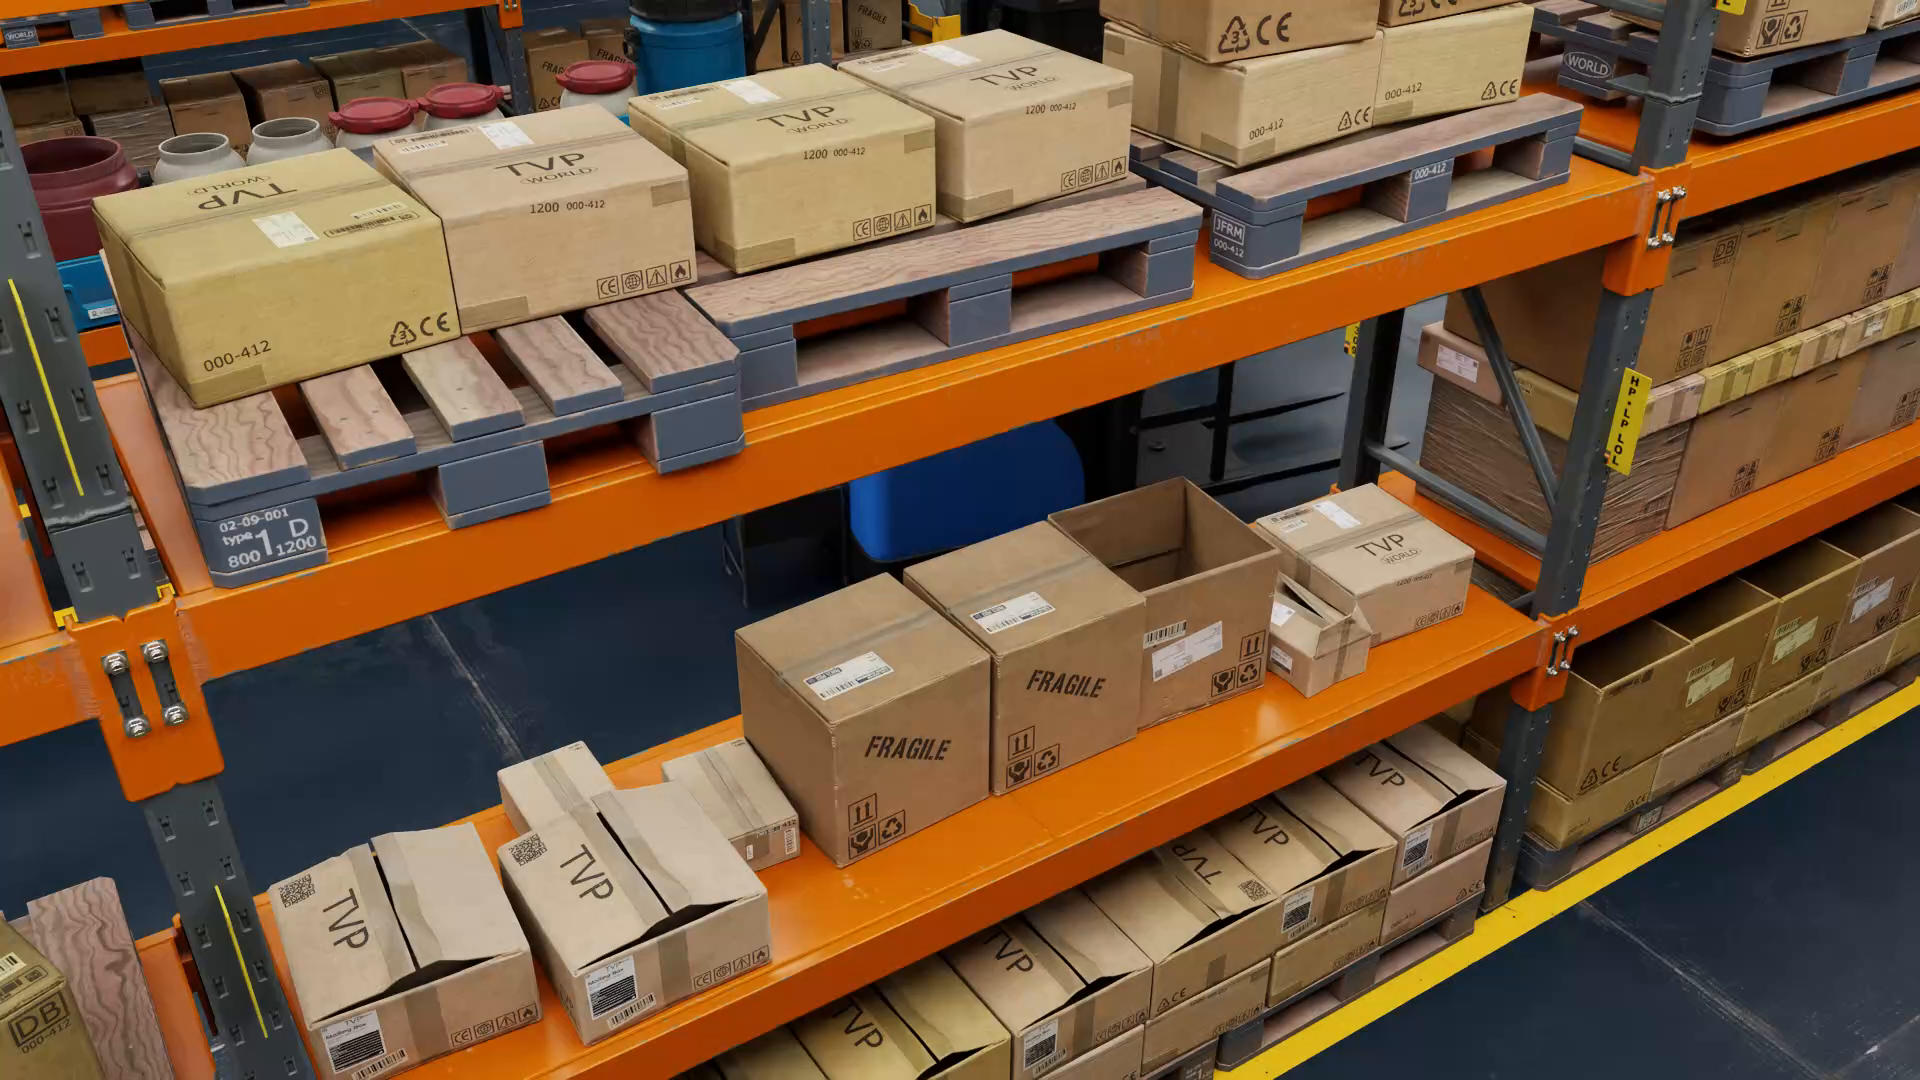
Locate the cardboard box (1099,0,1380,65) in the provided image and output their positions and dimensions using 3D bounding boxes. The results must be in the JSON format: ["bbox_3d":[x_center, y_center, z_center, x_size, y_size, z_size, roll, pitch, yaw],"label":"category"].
[{"bbox_3d":[0.691,-1.503,4.054,0.500,0.500,0.500,-15,35,-23],"label":"cardboard box"}]

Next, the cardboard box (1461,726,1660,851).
[{"bbox_3d":[2.250,0.848,6.277,0.500,0.250,0.500,-19,37,-27],"label":"cardboard box"}]

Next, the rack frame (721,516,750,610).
[{"bbox_3d":[-1.057,-0.661,7.330,0.015,2.100,0.400,-12,34,-19],"label":"rack frame"}]

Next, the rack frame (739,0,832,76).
[{"bbox_3d":[-0.984,-2.361,9.181,0.127,3.000,1.000,-19,37,-27],"label":"rack frame"}]

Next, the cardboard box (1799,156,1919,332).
[{"bbox_3d":[2.911,-1.152,5.955,0.500,0.500,0.700,-19,37,-27],"label":"cardboard box"}]

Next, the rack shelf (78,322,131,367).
[{"bbox_3d":[-2.665,-1.479,8.457,4.000,0.370,1.077,-19,37,-27],"label":"rack shelf"}]

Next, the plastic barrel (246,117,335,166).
[{"bbox_3d":[-3.243,-1.767,8.135,0.421,0.512,0.421,0,32,0],"label":"plastic barrel"}]

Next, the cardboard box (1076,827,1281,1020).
[{"bbox_3d":[0.657,1.151,5.271,0.500,0.311,0.500,-19,37,-27],"label":"cardboard box"}]

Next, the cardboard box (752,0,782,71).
[{"bbox_3d":[-1.860,-4.325,14.244,0.500,0.500,0.500,-15,35,-23],"label":"cardboard box"}]

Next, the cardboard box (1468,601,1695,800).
[{"bbox_3d":[2.256,0.536,6.070,0.500,0.500,0.500,-19,37,-27],"label":"cardboard box"}]

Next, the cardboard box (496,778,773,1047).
[{"bbox_3d":[-0.809,0.884,4.121,0.500,0.311,0.500,-19,37,-28],"label":"cardboard box"}]

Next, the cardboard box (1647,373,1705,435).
[{"bbox_3d":[2.238,-0.519,5.559,0.250,0.149,0.380,-18,37,-27],"label":"cardboard box"}]

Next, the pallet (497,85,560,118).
[{"bbox_3d":[-3.122,-3.613,13.779,1.213,0.211,1.003,-19,37,-27],"label":"pallet"}]

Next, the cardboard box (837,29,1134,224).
[{"bbox_3d":[0.056,-0.996,3.954,0.500,0.250,0.500,-22,39,-31],"label":"cardboard box"}]

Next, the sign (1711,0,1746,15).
[{"bbox_3d":[1.999,-1.519,4.255,0.005,0.325,0.100,-19,37,-27],"label":"sign"}]

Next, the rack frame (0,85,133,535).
[{"bbox_3d":[-1.666,-1.520,2.225,0.127,3.000,1.000,-19,37,-27],"label":"rack frame"}]

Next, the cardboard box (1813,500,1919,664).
[{"bbox_3d":[3.515,0.101,6.759,0.500,0.500,0.500,-19,37,-27],"label":"cardboard box"}]

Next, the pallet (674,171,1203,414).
[{"bbox_3d":[-0.205,-0.732,3.965,1.213,0.211,1.003,-17,36,-25],"label":"pallet"}]

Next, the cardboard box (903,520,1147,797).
[{"bbox_3d":[0.178,0.331,4.821,0.500,0.500,0.500,-19,37,-27],"label":"cardboard box"}]

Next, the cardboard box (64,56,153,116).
[{"bbox_3d":[-6.043,-3.237,11.798,0.500,0.250,0.500,-15,35,-22],"label":"cardboard box"}]

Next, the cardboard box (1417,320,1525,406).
[{"bbox_3d":[1.809,-0.630,5.736,0.250,0.149,0.380,-19,37,-27],"label":"cardboard box"}]

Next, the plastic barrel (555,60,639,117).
[{"bbox_3d":[-1.907,-2.240,8.863,0.433,0.535,0.433,0,32,0],"label":"plastic barrel"}]

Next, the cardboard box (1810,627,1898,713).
[{"bbox_3d":[3.514,0.417,6.961,0.500,0.250,0.500,-19,37,-27],"label":"cardboard box"}]

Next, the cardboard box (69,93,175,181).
[{"bbox_3d":[-6.018,-2.923,12.003,0.500,0.500,0.700,-22,39,-31],"label":"cardboard box"}]

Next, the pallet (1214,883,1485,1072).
[{"bbox_3d":[1.098,1.271,6.037,1.213,0.211,1.003,-19,37,-27],"label":"pallet"}]

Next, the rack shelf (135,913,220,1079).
[{"bbox_3d":[-3.347,1.900,3.101,4.000,0.370,1.077,-19,37,-27],"label":"rack shelf"}]

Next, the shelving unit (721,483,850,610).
[{"bbox_3d":[-0.831,-0.710,7.407,0.503,2.100,0.431,-12,34,-19],"label":"shelving unit"}]

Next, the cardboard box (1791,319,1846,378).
[{"bbox_3d":[2.885,-0.742,5.913,0.250,0.149,0.380,-20,38,-29],"label":"cardboard box"}]

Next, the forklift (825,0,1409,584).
[{"bbox_3d":[0.809,-1.421,7.756,3.031,2.935,1.130,-12,34,-19],"label":"forklift"}]

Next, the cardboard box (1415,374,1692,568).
[{"bbox_3d":[2.066,-0.312,5.840,0.500,0.500,0.700,-20,37,-28],"label":"cardboard box"}]

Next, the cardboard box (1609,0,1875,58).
[{"bbox_3d":[2.263,-1.714,4.726,0.500,0.500,0.500,-16,36,-23],"label":"cardboard box"}]

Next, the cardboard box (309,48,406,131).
[{"bbox_3d":[-4.607,-3.414,12.781,0.500,0.500,0.700,-19,37,-28],"label":"cardboard box"}]

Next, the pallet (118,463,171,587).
[{"bbox_3d":[-3.674,-0.232,8.420,1.213,0.211,1.003,-19,37,-27],"label":"pallet"}]

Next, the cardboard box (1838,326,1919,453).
[{"bbox_3d":[3.359,-0.759,6.549,0.500,0.500,0.700,-18,36,-26],"label":"cardboard box"}]

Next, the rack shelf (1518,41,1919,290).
[{"bbox_3d":[3.377,-1.681,5.967,4.000,0.370,1.077,-19,37,-27],"label":"rack shelf"}]

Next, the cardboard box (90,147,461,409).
[{"bbox_3d":[-1.315,-0.522,3.201,0.500,0.250,0.500,-22,38,-31],"label":"cardboard box"}]

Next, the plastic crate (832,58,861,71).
[{"bbox_3d":[-0.475,-2.429,9.347,0.504,0.338,0.767,-19,37,-27],"label":"plastic crate"}]

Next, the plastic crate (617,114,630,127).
[{"bbox_3d":[-1.743,-1.896,8.459,0.575,0.384,0.392,-19,37,-27],"label":"plastic crate"}]

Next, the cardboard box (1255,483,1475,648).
[{"bbox_3d":[1.306,0.087,5.442,0.500,0.250,0.500,-17,36,-24],"label":"cardboard box"}]

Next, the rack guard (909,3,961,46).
[{"bbox_3d":[-0.370,-4.659,15.168,0.348,0.500,1.175,-19,37,-27],"label":"rack guard"}]

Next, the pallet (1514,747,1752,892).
[{"bbox_3d":[2.388,0.829,6.737,1.213,0.211,1.003,-19,37,-27],"label":"pallet"}]

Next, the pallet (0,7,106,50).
[{"bbox_3d":[-6.488,-3.599,11.323,1.003,0.211,1.213,-19,37,-27],"label":"pallet"}]

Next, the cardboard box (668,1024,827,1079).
[{"bbox_3d":[-0.629,1.590,4.575,0.500,0.311,0.500,-20,37,-28],"label":"cardboard box"}]

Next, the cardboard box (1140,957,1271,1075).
[{"bbox_3d":[0.649,1.390,5.419,0.500,0.250,0.500,-18,36,-26],"label":"cardboard box"}]
